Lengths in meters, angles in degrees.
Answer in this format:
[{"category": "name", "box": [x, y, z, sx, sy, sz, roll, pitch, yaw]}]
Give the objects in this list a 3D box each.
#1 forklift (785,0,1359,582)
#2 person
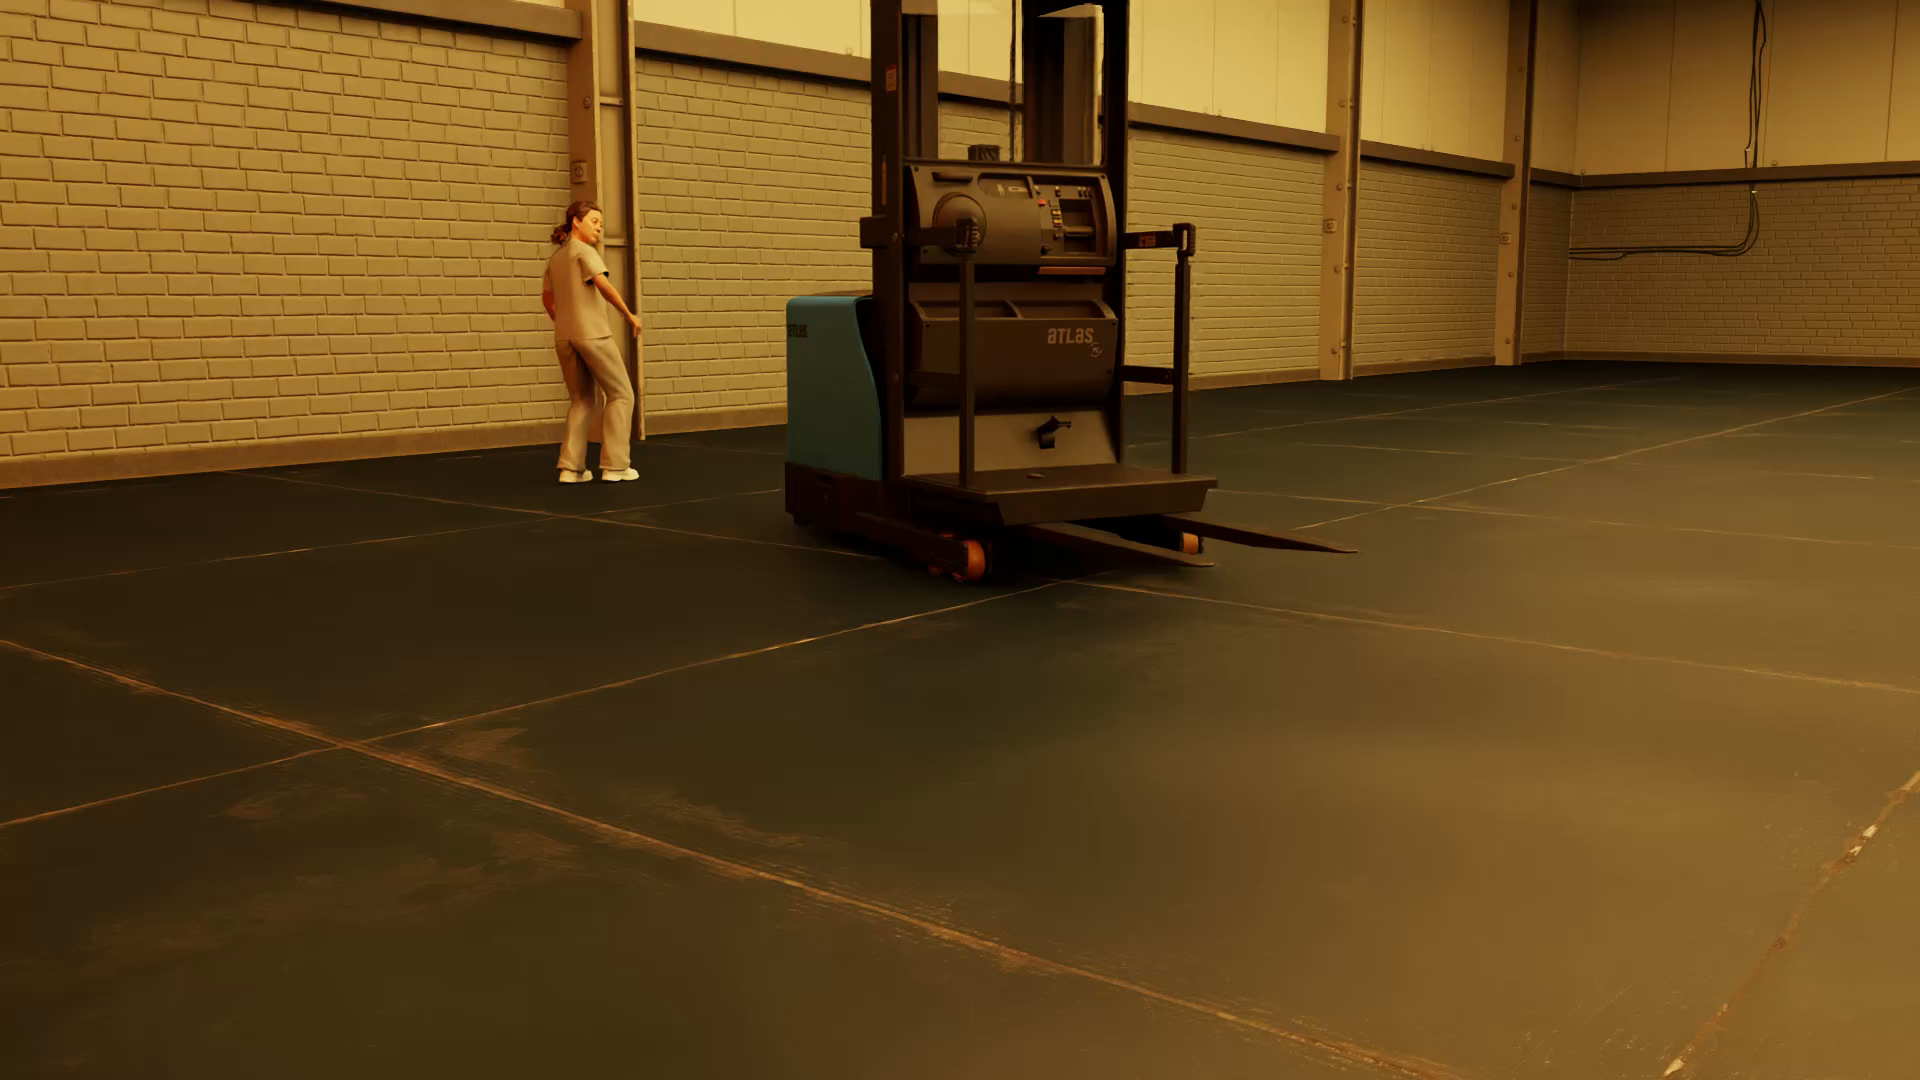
[{"category": "forklift", "box": [0.330, -1.363, 6.598, 1.130, 2.935, 3.031, -5, 9, -28]}, {"category": "person", "box": [-2.147, -1.143, 9.657, 0.644, 1.628, 0.472, 6, 10, 34]}]
